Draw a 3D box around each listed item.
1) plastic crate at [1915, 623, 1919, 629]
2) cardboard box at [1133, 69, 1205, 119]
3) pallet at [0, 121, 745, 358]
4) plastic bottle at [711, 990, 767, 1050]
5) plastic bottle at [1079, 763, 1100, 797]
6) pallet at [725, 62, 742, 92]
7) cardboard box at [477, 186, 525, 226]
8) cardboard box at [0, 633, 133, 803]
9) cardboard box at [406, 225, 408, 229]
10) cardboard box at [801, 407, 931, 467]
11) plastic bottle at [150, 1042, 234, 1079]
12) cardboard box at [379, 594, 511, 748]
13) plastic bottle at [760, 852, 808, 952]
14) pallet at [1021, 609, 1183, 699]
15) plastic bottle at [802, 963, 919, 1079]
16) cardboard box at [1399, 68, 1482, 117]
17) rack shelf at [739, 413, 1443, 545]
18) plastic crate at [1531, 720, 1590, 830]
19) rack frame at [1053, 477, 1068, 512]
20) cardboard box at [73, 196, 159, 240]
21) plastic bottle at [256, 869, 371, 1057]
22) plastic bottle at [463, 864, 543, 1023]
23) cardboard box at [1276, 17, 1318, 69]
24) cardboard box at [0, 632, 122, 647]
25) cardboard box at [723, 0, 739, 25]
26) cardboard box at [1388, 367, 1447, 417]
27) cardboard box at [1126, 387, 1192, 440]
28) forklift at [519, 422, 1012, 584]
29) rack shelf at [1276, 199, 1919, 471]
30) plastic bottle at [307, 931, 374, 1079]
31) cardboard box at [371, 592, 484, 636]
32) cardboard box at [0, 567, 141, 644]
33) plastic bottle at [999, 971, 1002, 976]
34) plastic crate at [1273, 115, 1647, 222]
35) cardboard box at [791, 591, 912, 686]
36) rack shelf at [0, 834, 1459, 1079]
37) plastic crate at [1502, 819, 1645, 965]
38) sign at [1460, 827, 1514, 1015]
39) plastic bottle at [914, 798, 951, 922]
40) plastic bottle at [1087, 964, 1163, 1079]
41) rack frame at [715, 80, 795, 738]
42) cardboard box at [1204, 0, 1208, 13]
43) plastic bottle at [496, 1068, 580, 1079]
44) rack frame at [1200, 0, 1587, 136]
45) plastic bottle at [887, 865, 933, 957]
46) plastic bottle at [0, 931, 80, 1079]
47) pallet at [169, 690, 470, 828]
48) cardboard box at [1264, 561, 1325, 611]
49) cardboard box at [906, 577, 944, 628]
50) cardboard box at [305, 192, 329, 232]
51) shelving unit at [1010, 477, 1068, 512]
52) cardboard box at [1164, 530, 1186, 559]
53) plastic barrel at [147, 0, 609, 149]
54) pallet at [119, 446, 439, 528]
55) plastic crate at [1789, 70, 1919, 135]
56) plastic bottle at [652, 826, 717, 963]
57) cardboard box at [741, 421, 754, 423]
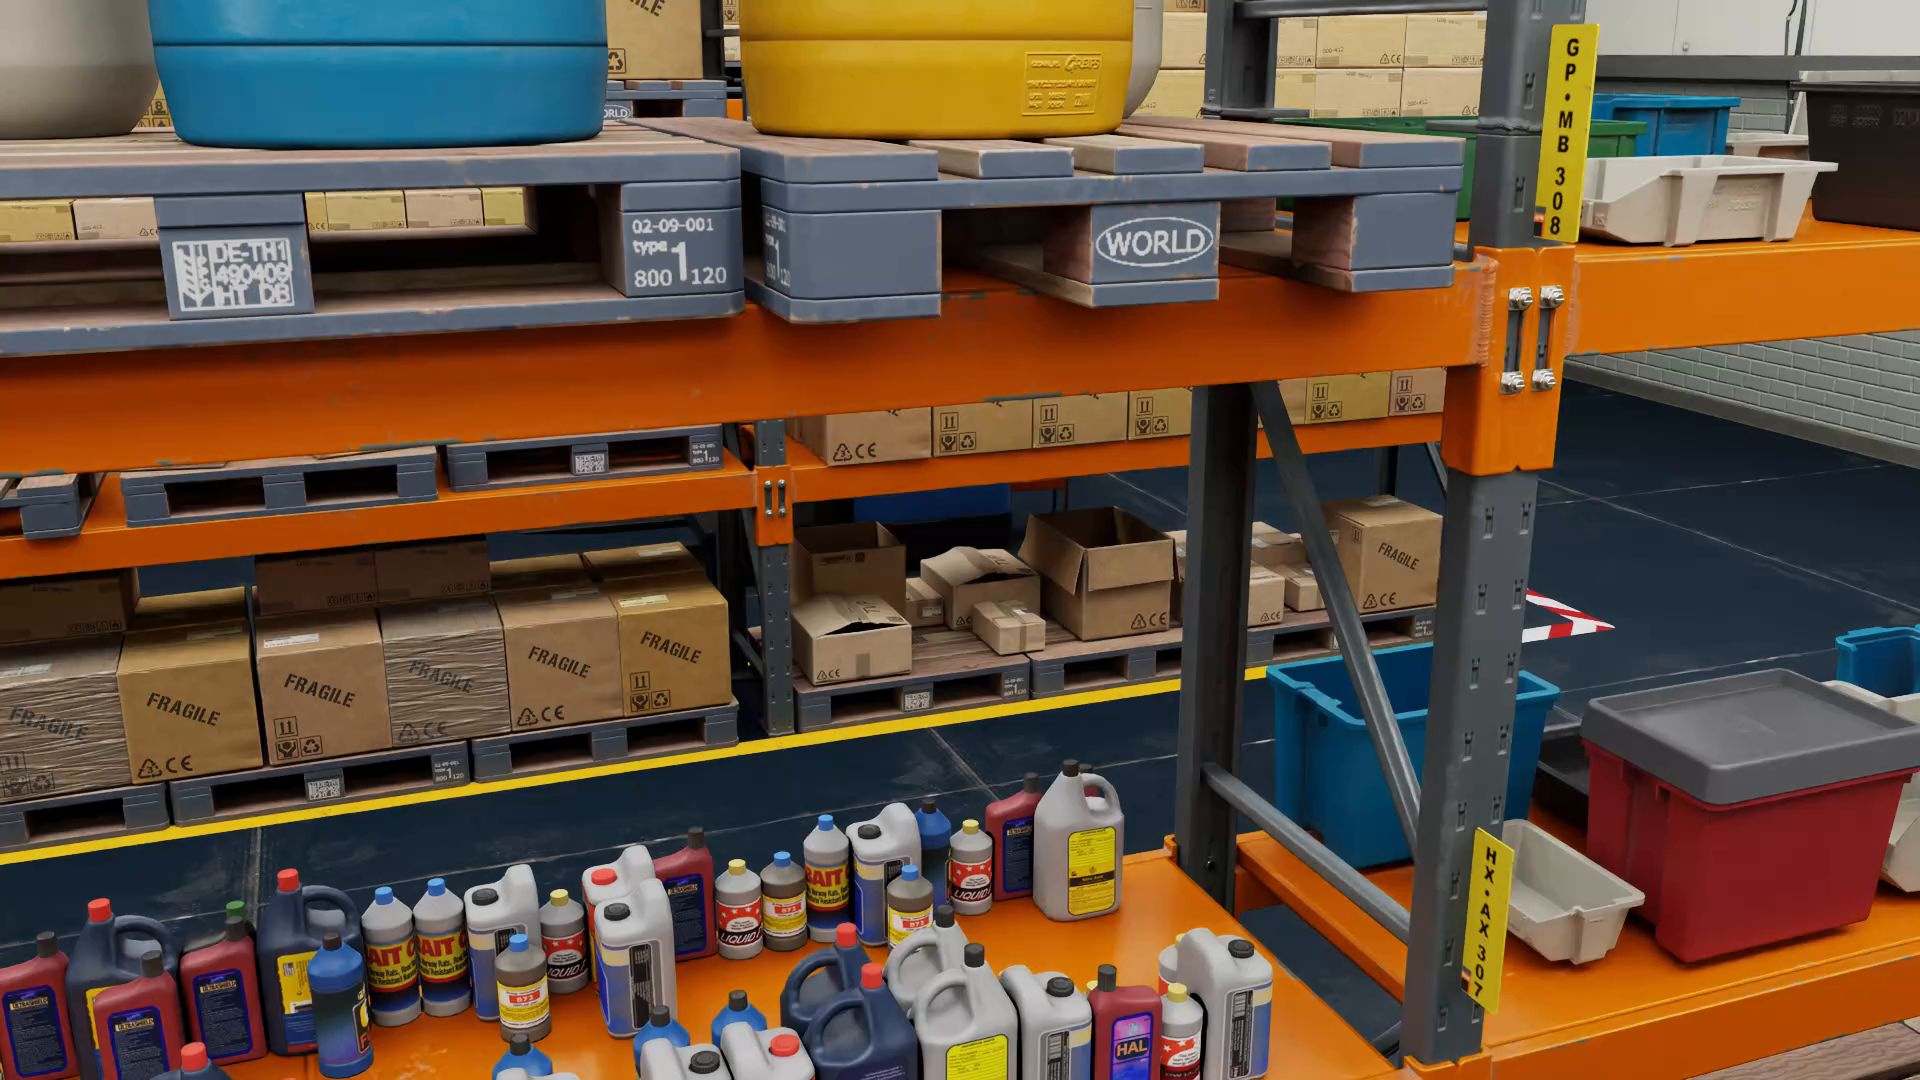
[{"bbox_3d":[2.901,0.388,4.645,0.300,0.233,0.416,-6,17,-20],"label":"plastic crate"},{"bbox_3d":[0.919,-2.137,7.994,0.500,0.250,0.500,-6,17,-20],"label":"cardboard box"},{"bbox_3d":[-1.011,-0.460,2.354,1.213,0.211,1.003,-6,17,-20],"label":"pallet"},{"bbox_3d":[-0.382,0.912,2.898,0.097,0.271,0.097,0,16,0],"label":"plastic bottle"},{"bbox_3d":[0.249,0.649,3.771,0.133,0.283,0.061,-6,17,-20],"label":"plastic bottle"},{"bbox_3d":[-2.033,-3.415,12.236,1.213,0.211,1.003,-6,17,-20],"label":"pallet"},{"bbox_3d":[-3.145,-2.384,11.821,0.500,0.250,0.500,-6,17,-19],"label":"cardboard box"},{"bbox_3d":[-3.746,0.731,6.940,0.500,0.500,0.500,-7,18,-22],"label":"cardboard box"},{"bbox_3d":[-4.087,-1.923,11.583,0.500,0.500,0.500,-6,17,-20],"label":"cardboard box"},{"bbox_3d":[-0.451,-0.663,7.854,0.500,0.500,0.500,-6,17,-19],"label":"cardboard box"},{"bbox_3d":[-1.206,0.955,2.608,0.185,0.351,0.144,-6,17,-20],"label":"plastic bottle"},{"bbox_3d":[-2.316,0.576,7.468,0.500,0.500,0.500,-6,17,-19],"label":"cardboard box"},{"bbox_3d":[-0.375,0.761,3.534,0.097,0.201,0.097,0,16,0],"label":"plastic bottle"},{"bbox_3d":[0.758,0.510,8.988,1.213,0.211,1.003,-6,17,-20],"label":"pallet"},{"bbox_3d":[-0.170,0.889,2.833,0.185,0.351,0.144,-6,17,-20],"label":"plastic bottle"},{"bbox_3d":[2.325,-2.285,8.497,0.500,0.250,0.500,-6,17,-20],"label":"cardboard box"},{"bbox_3d":[0.843,-0.492,8.726,4.000,0.370,1.077,-6,17,-20],"label":"rack shelf"},{"bbox_3d":[1.693,0.588,4.154,0.590,0.125,0.437,-6,17,-20],"label":"plastic crate"},{"bbox_3d":[0.679,-0.637,11.137,0.015,1.200,0.240,-5,17,-17],"label":"rack frame"},{"bbox_3d":[-5.518,-2.127,10.947,0.500,0.250,0.500,-6,18,-21],"label":"cardboard box"},{"bbox_3d":[-1.238,0.790,3.172,0.185,0.351,0.144,-6,17,-20],"label":"plastic bottle"},{"bbox_3d":[-0.906,0.791,3.301,0.135,0.276,0.152,-6,17,-20],"label":"plastic bottle"},{"bbox_3d":[1.387,-2.427,8.094,0.500,0.250,0.500,-6,17,-20],"label":"cardboard box"},{"bbox_3d":[-3.971,0.600,7.386,0.500,0.500,0.500,-5,17,-18],"label":"cardboard box"},{"bbox_3d":[-1.557,-3.966,11.970,0.500,0.500,0.500,-7,18,-21],"label":"cardboard box"},{"bbox_3d":[2.390,-0.970,8.899,0.500,0.500,0.500,-6,17,-18],"label":"cardboard box"},{"bbox_3d":[0.968,-0.817,8.379,0.500,0.500,0.500,-6,18,-21],"label":"cardboard box"},{"bbox_3d":[-1.242,-1.294,10.302,3.031,2.935,1.130,-5,17,-17],"label":"forklift"},{"bbox_3d":[2.612,-0.627,3.864,4.000,0.370,1.077,-6,17,-20],"label":"rack shelf"},{"bbox_3d":[-1.154,0.855,3.090,0.097,0.271,0.097,0,16,0],"label":"plastic bottle"},{"bbox_3d":[-2.527,0.443,7.922,0.500,0.500,0.500,-6,17,-19],"label":"cardboard box"},{"bbox_3d":[-3.920,0.234,7.303,0.500,0.250,0.500,-5,17,-18],"label":"cardboard box"},{"bbox_3d":[0.089,0.894,3.081,0.097,0.201,0.097,0,16,0],"label":"plastic bottle"},{"bbox_3d":[1.032,-0.791,3.522,0.662,0.188,0.450,-6,17,-20],"label":"plastic crate"},{"bbox_3d":[-0.555,0.458,8.205,0.500,0.311,0.500,-6,17,-20],"label":"cardboard box"},{"bbox_3d":[-1.123,1.215,2.913,4.000,0.370,1.077,-6,17,-20],"label":"rack shelf"},{"bbox_3d":[1.230,0.757,3.559,0.243,0.136,0.396,-6,17,-20],"label":"plastic crate"},{"bbox_3d":[0.939,0.681,2.966,0.005,0.325,0.100,-6,17,-20],"label":"sign"},{"bbox_3d":[-0.068,0.695,3.638,0.097,0.271,0.097,0,16,0],"label":"plastic bottle"},{"bbox_3d":[0.292,0.885,2.970,0.133,0.283,0.061,-6,17,-20],"label":"plastic bottle"},{"bbox_3d":[-1.025,-0.635,7.938,0.127,3.000,1.000,-6,17,-20],"label":"rack frame"},{"bbox_3d":[1.311,-2.843,8.179,0.500,0.500,0.700,-6,17,-20],"label":"cardboard box"},{"bbox_3d":[-0.662,0.977,2.667,0.135,0.276,0.152,-6,17,-20],"label":"plastic bottle"},{"bbox_3d":[0.744,-2.210,2.653,0.127,3.000,1.000,-6,17,-20],"label":"rack frame"},{"bbox_3d":[-0.104,0.778,3.478,0.097,0.201,0.097,0,16,0],"label":"plastic bottle"},{"bbox_3d":[-1.699,0.859,3.055,0.133,0.283,0.061,-6,17,-20],"label":"plastic bottle"},{"bbox_3d":[-2.912,0.919,7.595,1.213,0.211,1.003,-6,17,-20],"label":"pallet"},{"bbox_3d":[1.880,0.247,9.182,0.250,0.166,0.380,-6,17,-20],"label":"cardboard box"},{"bbox_3d":[-0.266,0.336,8.910,0.250,0.149,0.380,-6,17,-20],"label":"cardboard box"},{"bbox_3d":[-4.578,-2.232,11.303,0.500,0.250,0.500,-7,18,-21],"label":"cardboard box"},{"bbox_3d":[0.447,-0.616,11.065,0.503,1.200,0.258,-5,17,-17],"label":"shelving unit"},{"bbox_3d":[1.167,0.151,9.361,0.500,0.250,0.500,-6,17,-20],"label":"cardboard box"},{"bbox_3d":[-0.795,-1.001,2.223,0.708,0.901,0.600,-6,17,-20],"label":"plastic barrel"},{"bbox_3d":[-2.946,-0.337,7.263,1.213,0.211,1.003,-6,17,-20],"label":"pallet"},{"bbox_3d":[2.299,-0.975,3.981,0.530,0.282,0.437,-6,17,-20],"label":"plastic crate"},{"bbox_3d":[-0.580,0.739,3.466,0.133,0.283,0.061,-6,17,-20],"label":"plastic bottle"},{"bbox_3d":[-1.596,-1.039,13.002,0.500,0.500,0.700,-6,18,-21],"label":"cardboard box"}]
